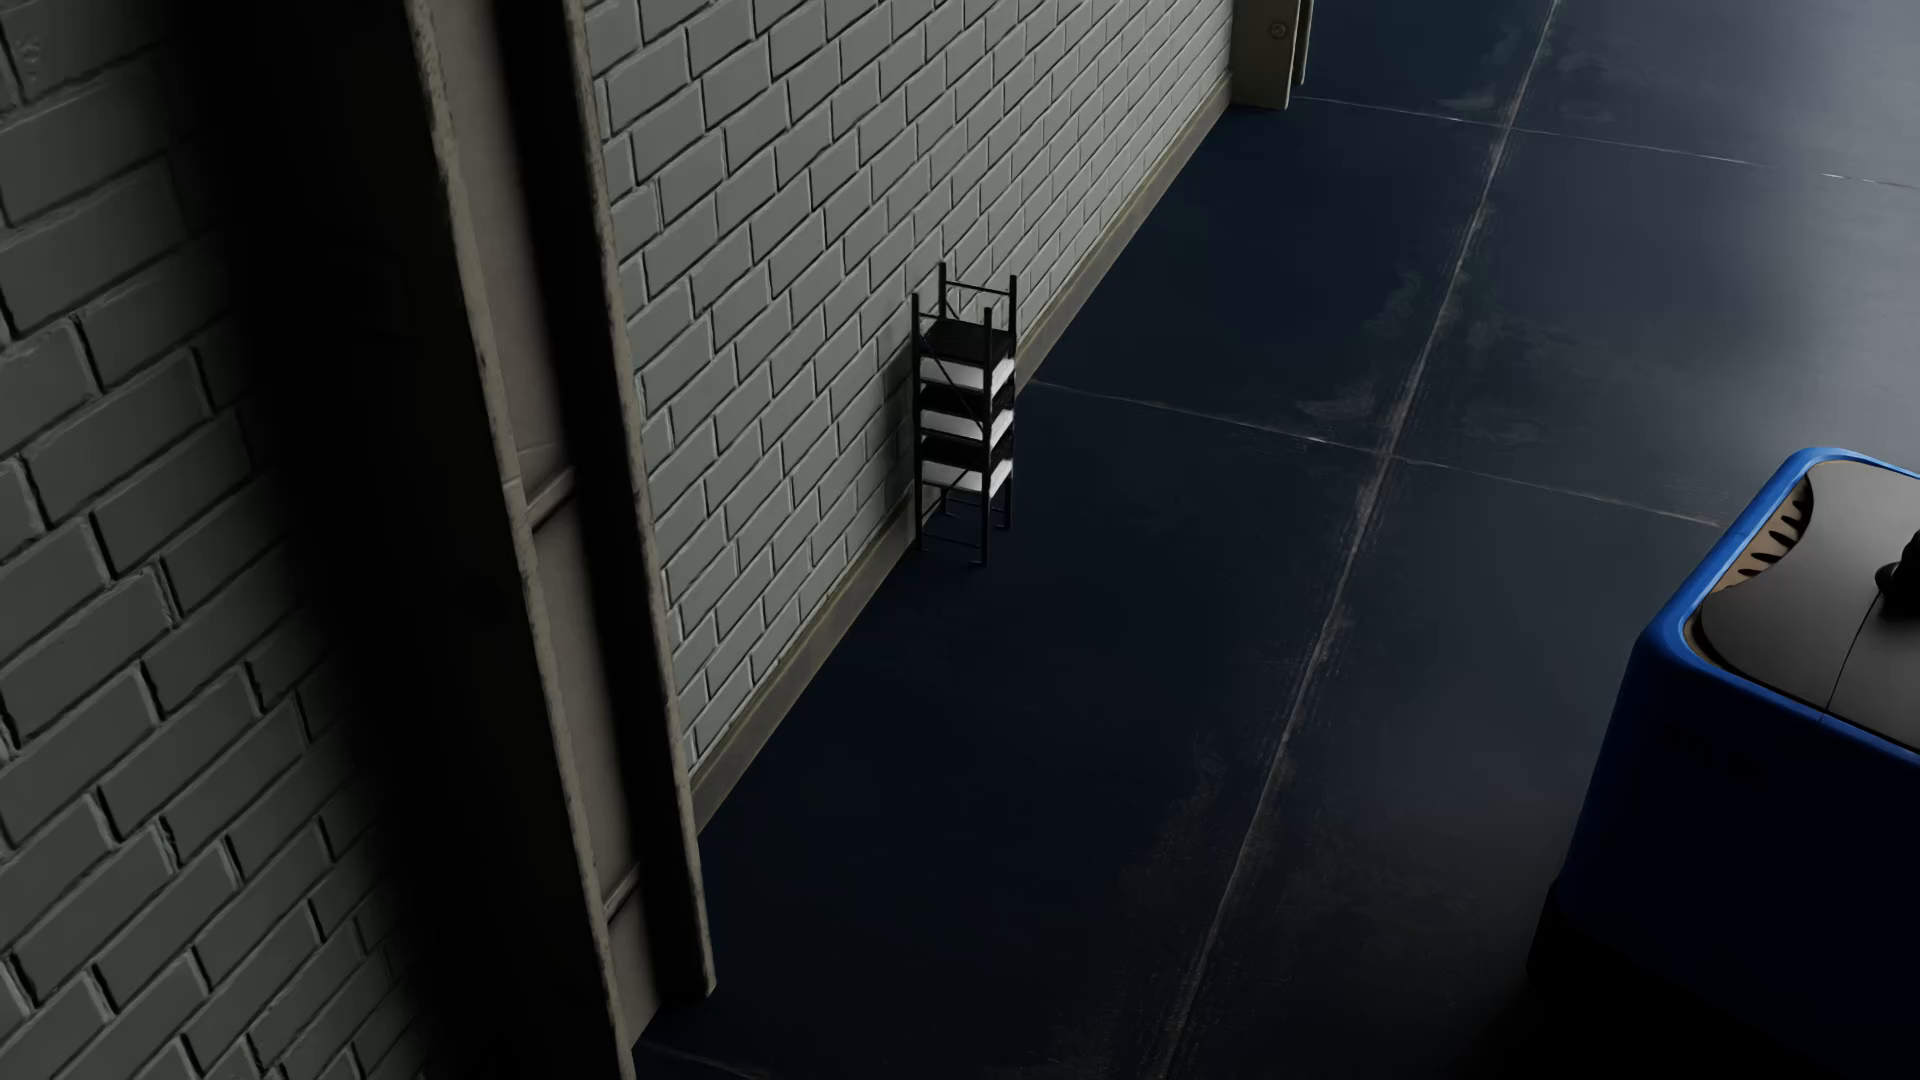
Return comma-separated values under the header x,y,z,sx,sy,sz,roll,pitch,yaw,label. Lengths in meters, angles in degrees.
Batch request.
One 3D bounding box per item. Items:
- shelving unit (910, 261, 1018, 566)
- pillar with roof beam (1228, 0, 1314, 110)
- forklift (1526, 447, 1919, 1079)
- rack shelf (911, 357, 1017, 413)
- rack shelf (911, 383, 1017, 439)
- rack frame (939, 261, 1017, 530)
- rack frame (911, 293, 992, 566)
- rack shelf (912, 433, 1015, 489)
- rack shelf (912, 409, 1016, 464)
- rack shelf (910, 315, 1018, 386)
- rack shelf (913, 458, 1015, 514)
x,y,z,sx,sy,sz,roll,pitch,yaw,label
0.012,-0.364,4.985,0.258,0.900,0.210,14,39,17,shelving unit
5.483,-4.843,4.212,9.100,9.000,0.400,14,39,18,pillar with roof beam
2.739,0.246,2.473,3.031,2.935,1.130,27,45,32,forklift
0.013,-0.481,4.897,0.258,0.077,0.200,14,39,17,rack shelf
0.013,-0.409,4.951,0.258,0.077,0.200,14,39,17,rack shelf
0.050,-0.420,5.060,0.240,0.900,0.006,14,39,17,rack frame
-0.025,-0.307,4.909,0.240,0.900,0.006,14,39,17,rack frame
0.012,-0.265,5.059,0.258,0.077,0.200,14,39,17,rack shelf
0.012,-0.337,5.005,0.258,0.077,0.200,14,39,17,rack shelf
0.013,-0.553,4.843,0.258,0.077,0.200,14,39,17,rack shelf
0.012,-0.193,5.113,0.258,0.077,0.200,14,39,17,rack shelf
